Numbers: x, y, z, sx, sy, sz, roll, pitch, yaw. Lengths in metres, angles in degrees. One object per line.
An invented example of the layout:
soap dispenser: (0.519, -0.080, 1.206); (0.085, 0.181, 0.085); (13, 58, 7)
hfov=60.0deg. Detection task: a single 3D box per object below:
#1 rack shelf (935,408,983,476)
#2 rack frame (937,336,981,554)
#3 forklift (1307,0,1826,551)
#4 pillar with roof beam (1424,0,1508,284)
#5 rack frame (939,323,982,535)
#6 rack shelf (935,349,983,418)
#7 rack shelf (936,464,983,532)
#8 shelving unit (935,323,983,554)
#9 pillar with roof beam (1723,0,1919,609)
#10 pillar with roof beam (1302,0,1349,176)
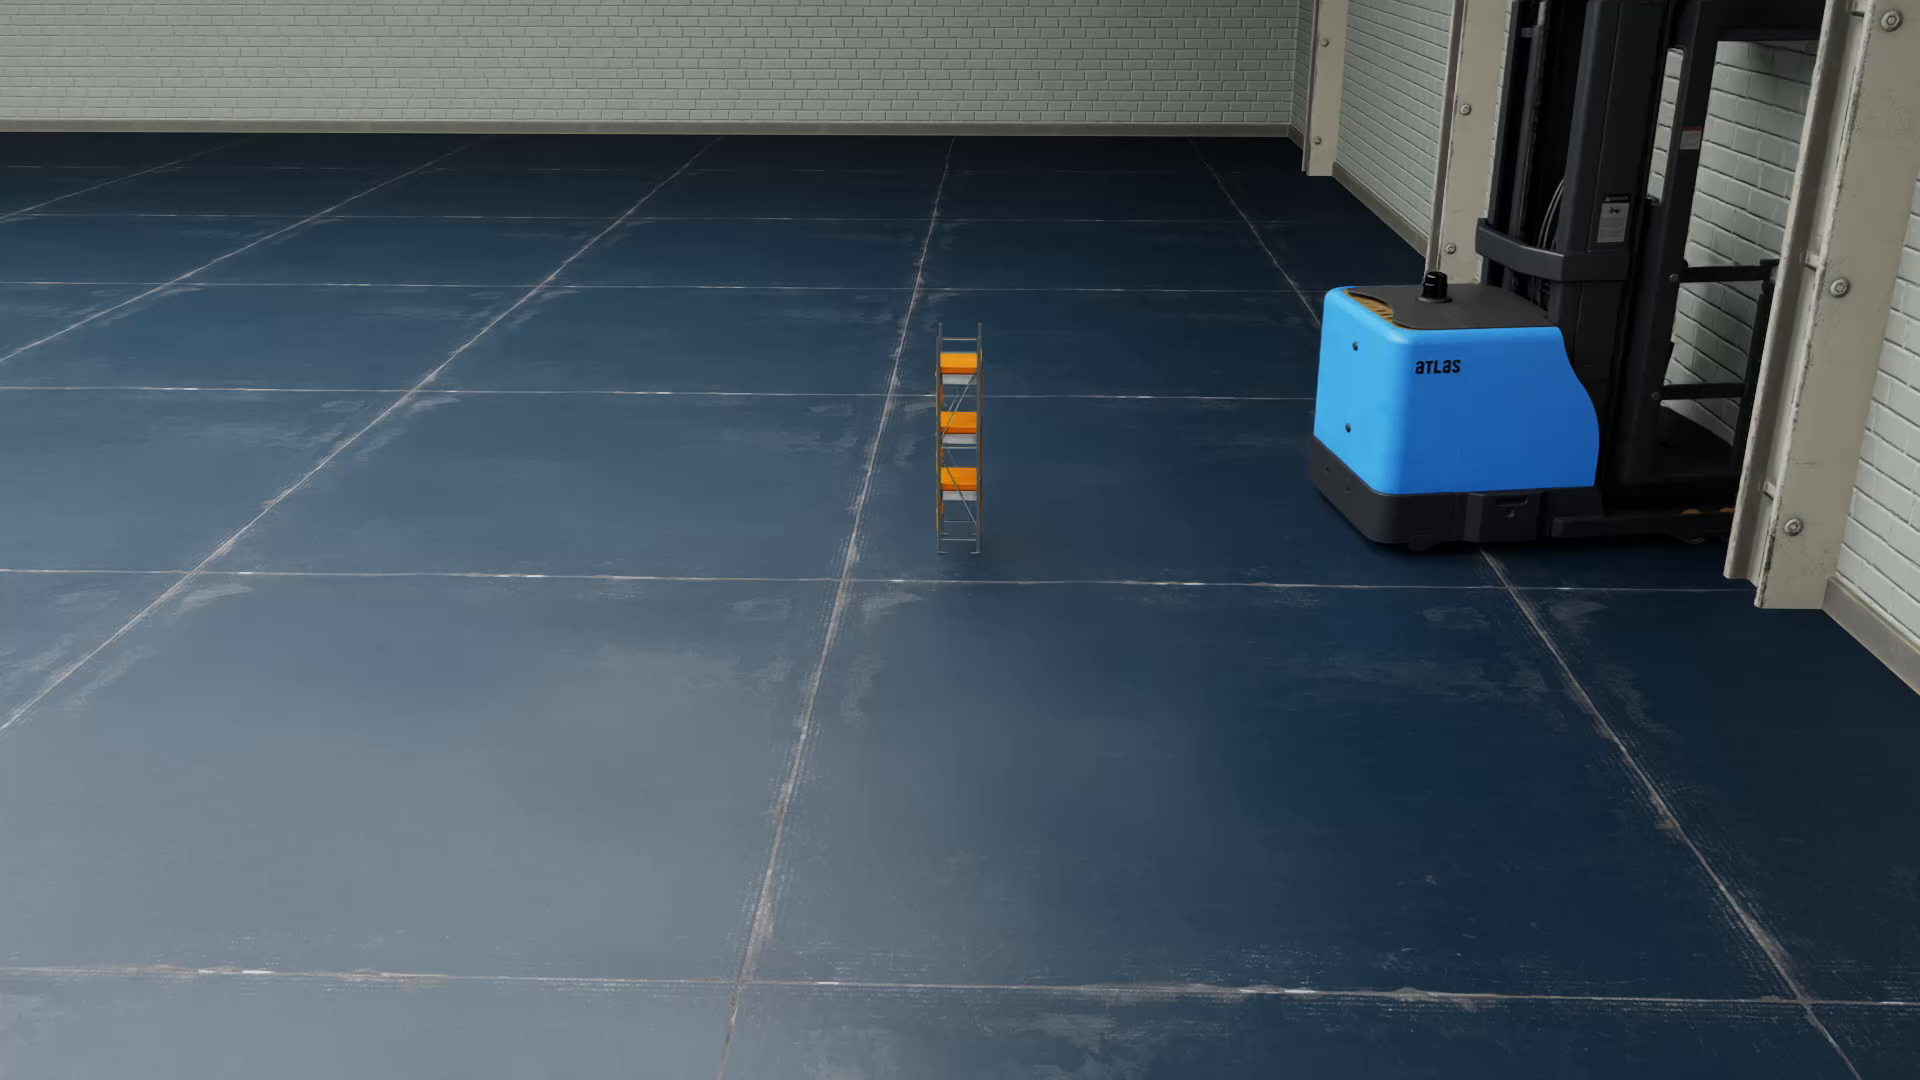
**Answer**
rack shelf: (-0.002, -0.460, 7.793); (0.215, 0.259, 0.240); (1, 21, 2)
rack frame: (-0.005, -0.426, 7.675); (0.200, 1.050, 0.008); (1, 21, 2)
forklift: (3.366, -1.534, 7.929); (3.031, 2.935, 1.130); (-3, 21, -7)
pillar with roof beam: (-0.473, -6.184, 11.527); (9.100, 9.000, 0.400); (1, 21, 2)
rack frame: (0.002, -0.514, 7.903); (0.200, 1.050, 0.008); (1, 21, 2)
rack shelf: (-0.002, -0.725, 7.690); (0.215, 0.259, 0.240); (1, 21, 2)
rack shelf: (-0.002, -0.201, 7.894); (0.215, 0.259, 0.240); (1, 21, 2)
shelving unit: (-0.002, -0.470, 7.789); (0.215, 1.050, 0.252); (1, 21, 2)
pillar with roof beam: (-0.655, -4.015, 5.936); (9.100, 9.000, 0.400); (1, 21, 2)
pillar with roof beam: (-0.290, -8.354, 17.118); (9.100, 9.000, 0.400); (1, 21, 2)
